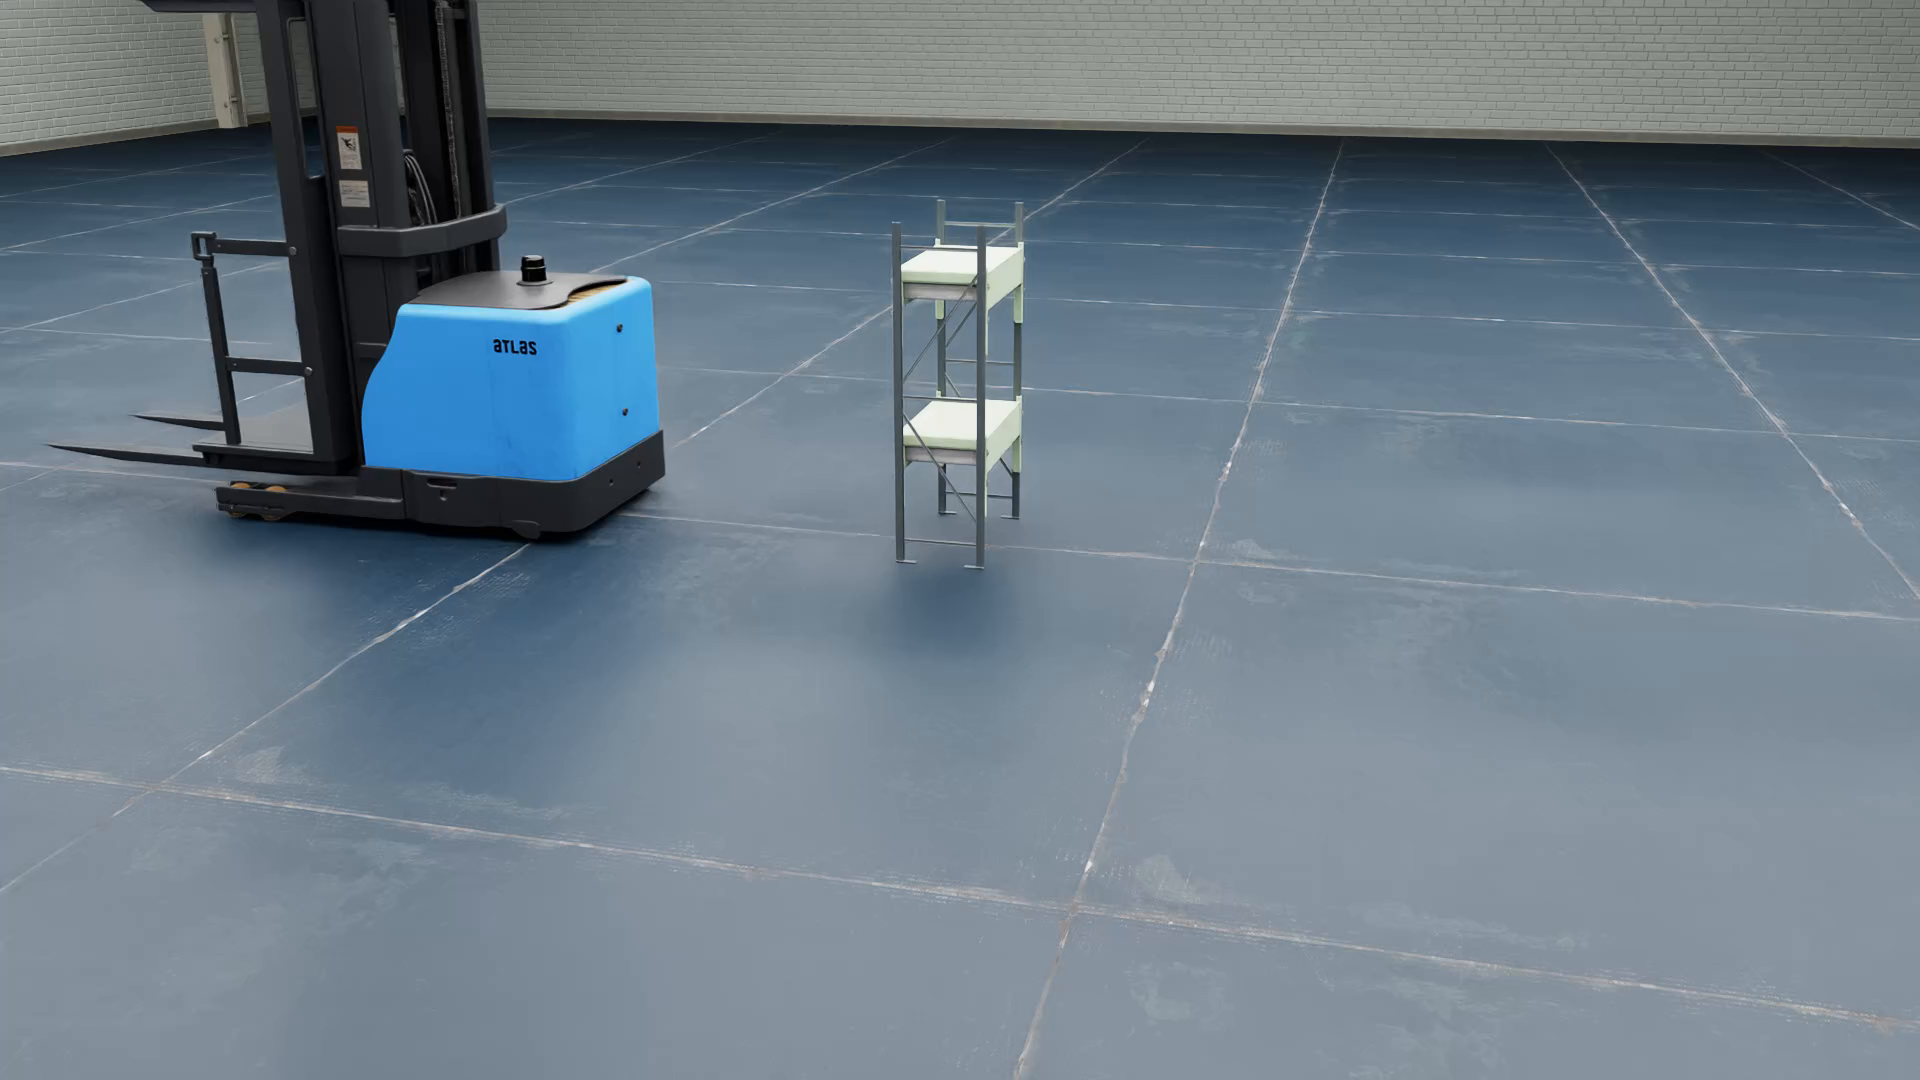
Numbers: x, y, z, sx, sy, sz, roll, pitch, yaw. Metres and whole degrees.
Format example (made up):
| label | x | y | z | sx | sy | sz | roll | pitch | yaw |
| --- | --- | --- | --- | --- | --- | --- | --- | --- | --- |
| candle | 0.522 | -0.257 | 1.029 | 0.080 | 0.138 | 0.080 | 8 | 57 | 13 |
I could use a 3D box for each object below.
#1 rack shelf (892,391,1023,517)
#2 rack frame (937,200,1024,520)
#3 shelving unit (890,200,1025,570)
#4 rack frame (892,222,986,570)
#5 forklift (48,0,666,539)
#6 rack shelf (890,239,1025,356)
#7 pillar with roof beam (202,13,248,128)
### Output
| label | x | y | z | sx | sy | sz | roll | pitch | yaw |
| --- | --- | --- | --- | --- | --- | --- | --- | --- | --- |
| rack shelf | 0.002 | -0.403 | 7.557 | 0.431 | 0.370 | 0.720 | 5 | 19 | 13 |
| rack frame | 0.091 | -0.827 | 7.787 | 0.400 | 1.500 | 0.023 | 5 | 19 | 13 |
| shelving unit | 0.002 | -0.712 | 7.451 | 0.431 | 1.500 | 0.755 | 5 | 19 | 13 |
| rack frame | -0.088 | -0.597 | 7.115 | 0.400 | 1.500 | 0.023 | 5 | 19 | 13 |
| forklift | -3.069 | -1.636 | 7.942 | 3.031 | 2.935 | 1.130 | 5 | 19 | 14 |
| rack shelf | 0.002 | -1.081 | 7.325 | 0.431 | 0.370 | 0.720 | 5 | 19 | 13 |
| pillar with roof beam | -8.138 | -10.911 | 25.709 | 9.100 | 9.000 | 0.400 | 5 | 19 | 13 |
